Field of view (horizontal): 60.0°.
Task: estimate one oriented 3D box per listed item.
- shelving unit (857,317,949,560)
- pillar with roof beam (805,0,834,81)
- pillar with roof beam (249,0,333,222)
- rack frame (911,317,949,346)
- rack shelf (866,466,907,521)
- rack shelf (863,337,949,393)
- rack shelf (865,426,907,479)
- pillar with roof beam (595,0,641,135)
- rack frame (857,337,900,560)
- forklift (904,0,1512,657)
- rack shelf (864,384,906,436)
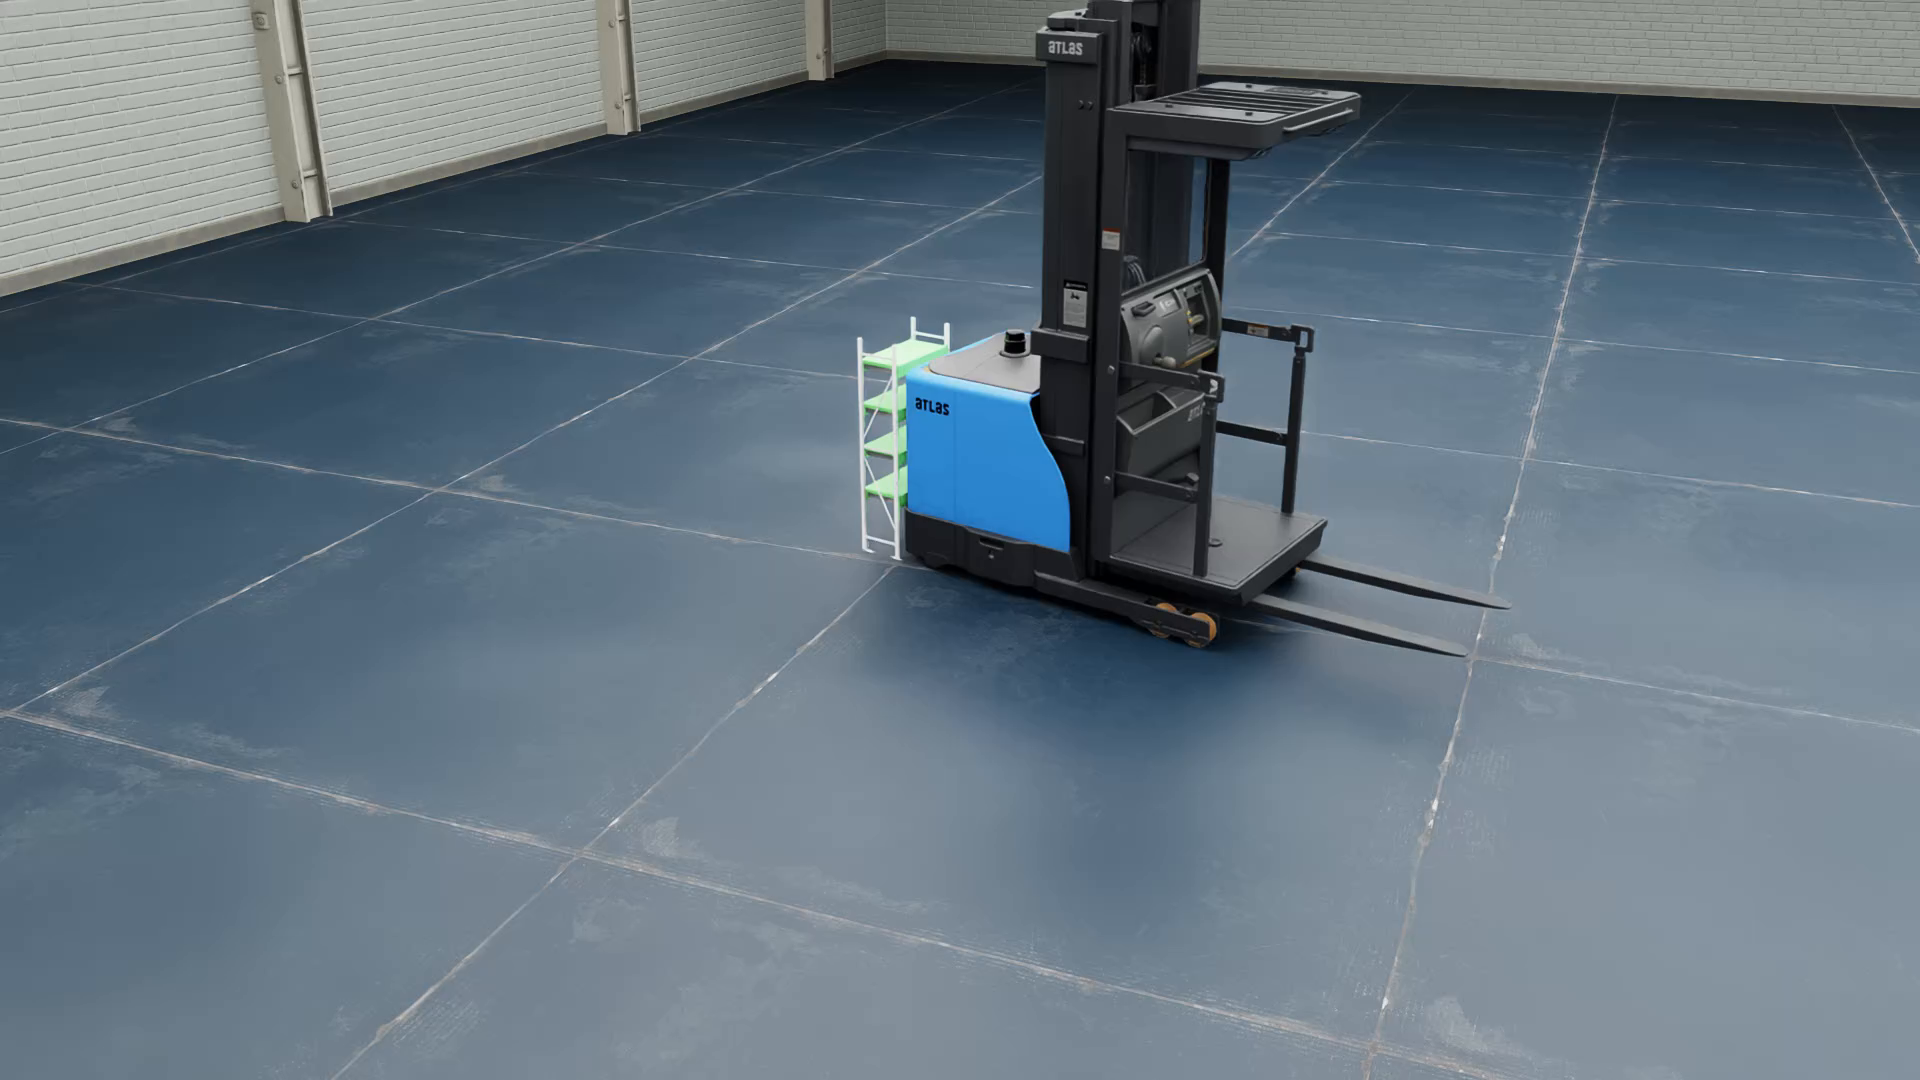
[{"bbox_3d":[-0.296,-0.553,9.017,0.258,1.200,0.503,14,27,30],"label":"shelving unit"},{"bbox_3d":[1.689,-11.179,24.337,9.100,9.000,0.400,9,24,20],"label":"pillar with roof beam"},{"bbox_3d":[-2.768,-6.884,14.056,9.100,9.000,0.400,9,24,20],"label":"pillar with roof beam"},{"bbox_3d":[-0.163,-0.631,9.205,0.240,1.200,0.015,14,27,30],"label":"rack frame"},{"bbox_3d":[-0.296,-0.272,9.134,0.258,0.148,0.480,14,27,30],"label":"rack shelf"},{"bbox_3d":[-0.296,-0.937,8.856,0.258,0.148,0.480,14,27,30],"label":"rack shelf"},{"bbox_3d":[-0.296,-0.494,9.041,0.258,0.148,0.480,14,27,30],"label":"rack shelf"},{"bbox_3d":[-0.539,-9.032,19.197,9.100,9.000,0.400,9,24,20],"label":"pillar with roof beam"},{"bbox_3d":[-0.430,-0.474,8.828,0.240,1.200,0.015,14,27,30],"label":"rack frame"},{"bbox_3d":[1.205,-1.067,8.001,3.031,2.935,1.130,15,27,32],"label":"forklift"},{"bbox_3d":[-0.296,-0.715,8.949,0.258,0.148,0.480,14,27,30],"label":"rack shelf"}]
